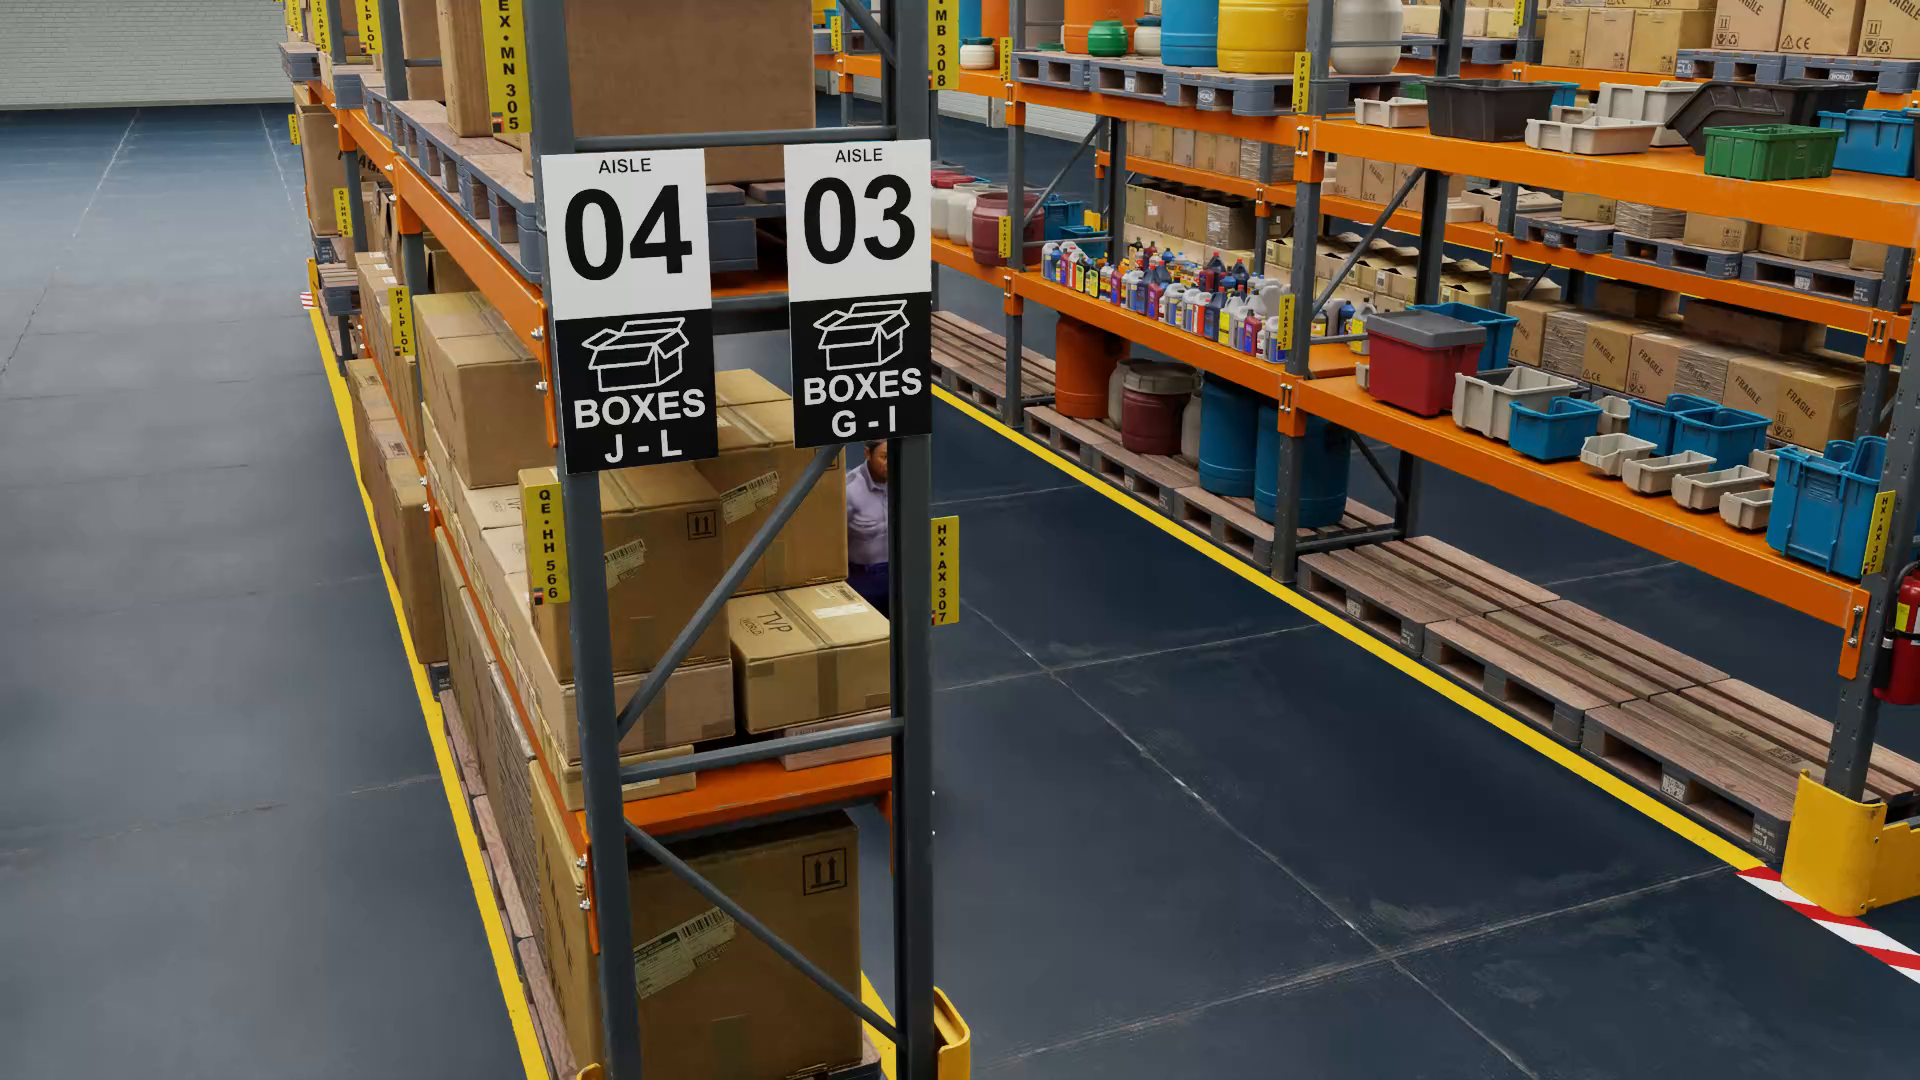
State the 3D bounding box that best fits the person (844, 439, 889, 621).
[{"bbox_3d":[-0.396,0.251,7.870,0.559,1.636,0.426,-9,21,-25],"label":"person"}]
